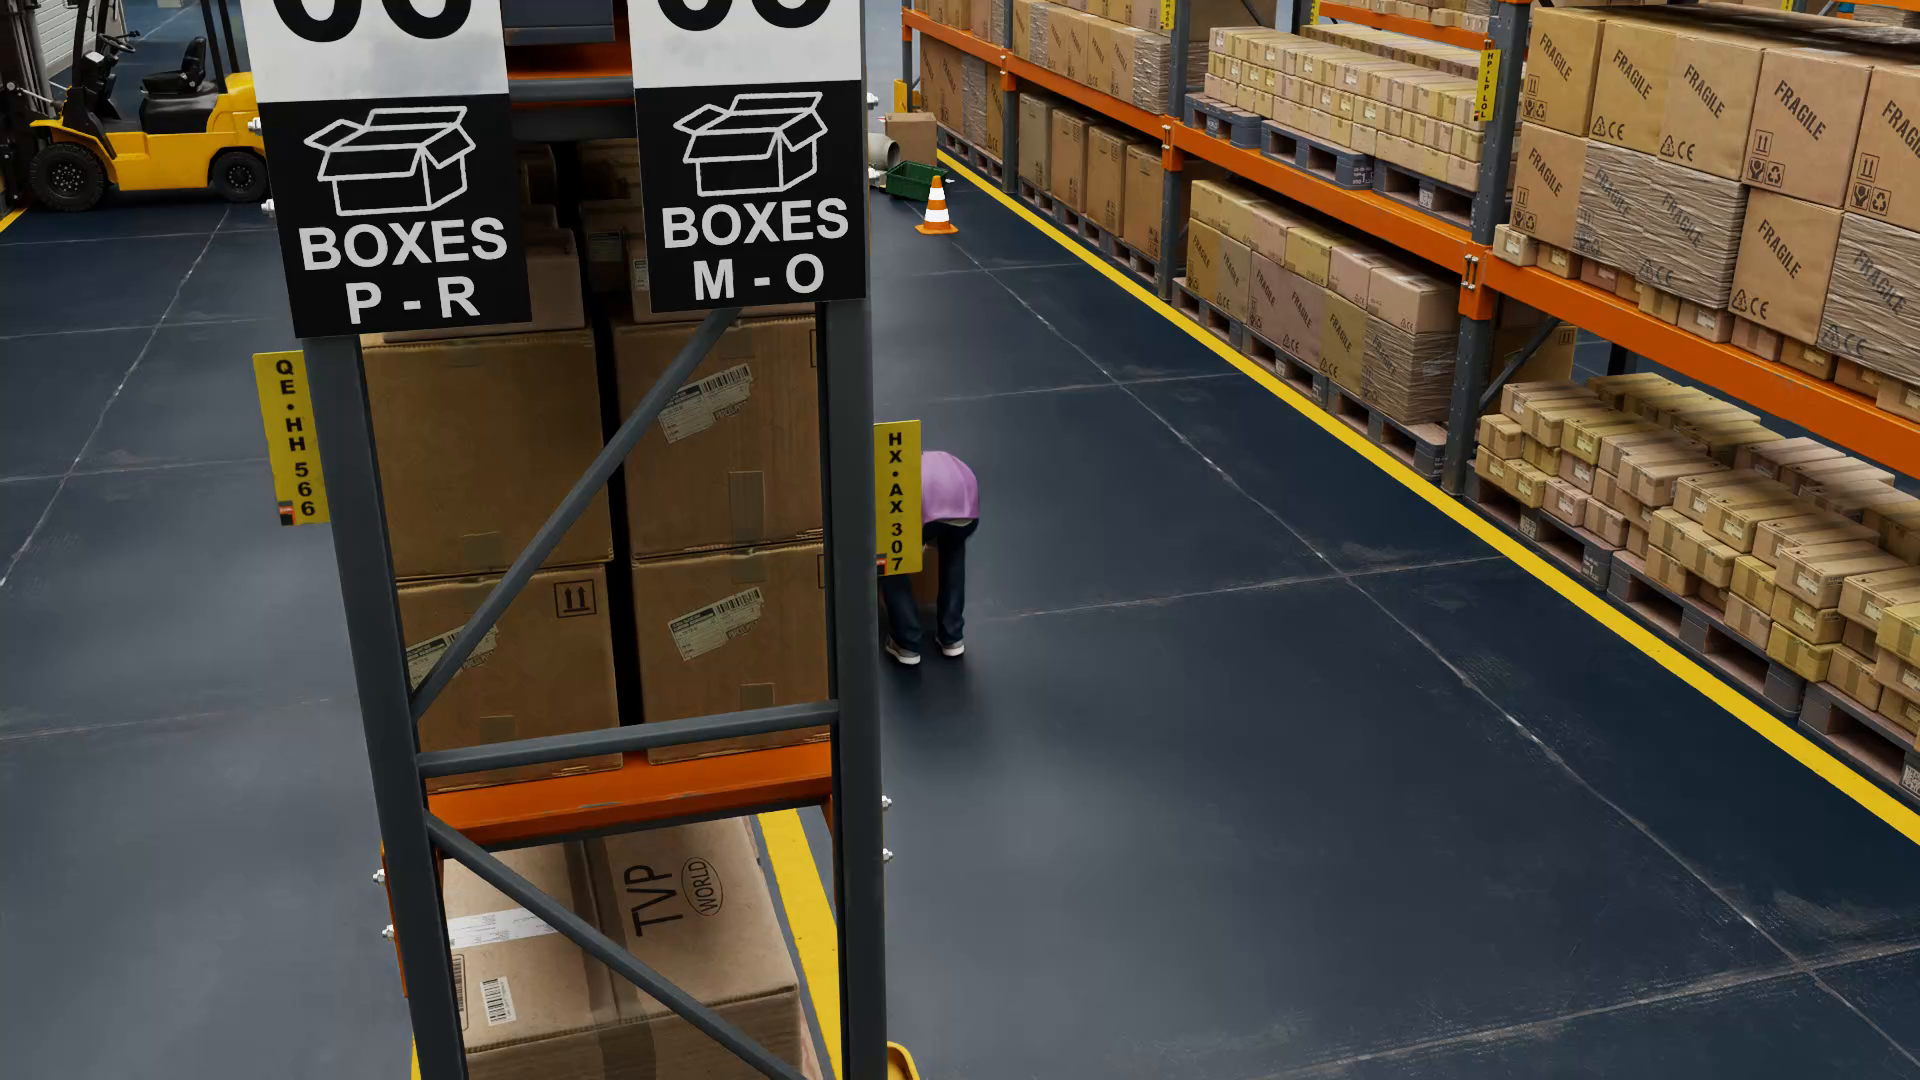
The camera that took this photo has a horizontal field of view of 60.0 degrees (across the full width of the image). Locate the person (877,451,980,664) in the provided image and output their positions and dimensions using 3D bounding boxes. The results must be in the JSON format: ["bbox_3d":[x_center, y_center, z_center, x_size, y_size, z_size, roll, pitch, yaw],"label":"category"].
[{"bbox_3d":[-0.183,0.007,6.977,0.417,0.899,0.857,-7,24,-17],"label":"person"}]
